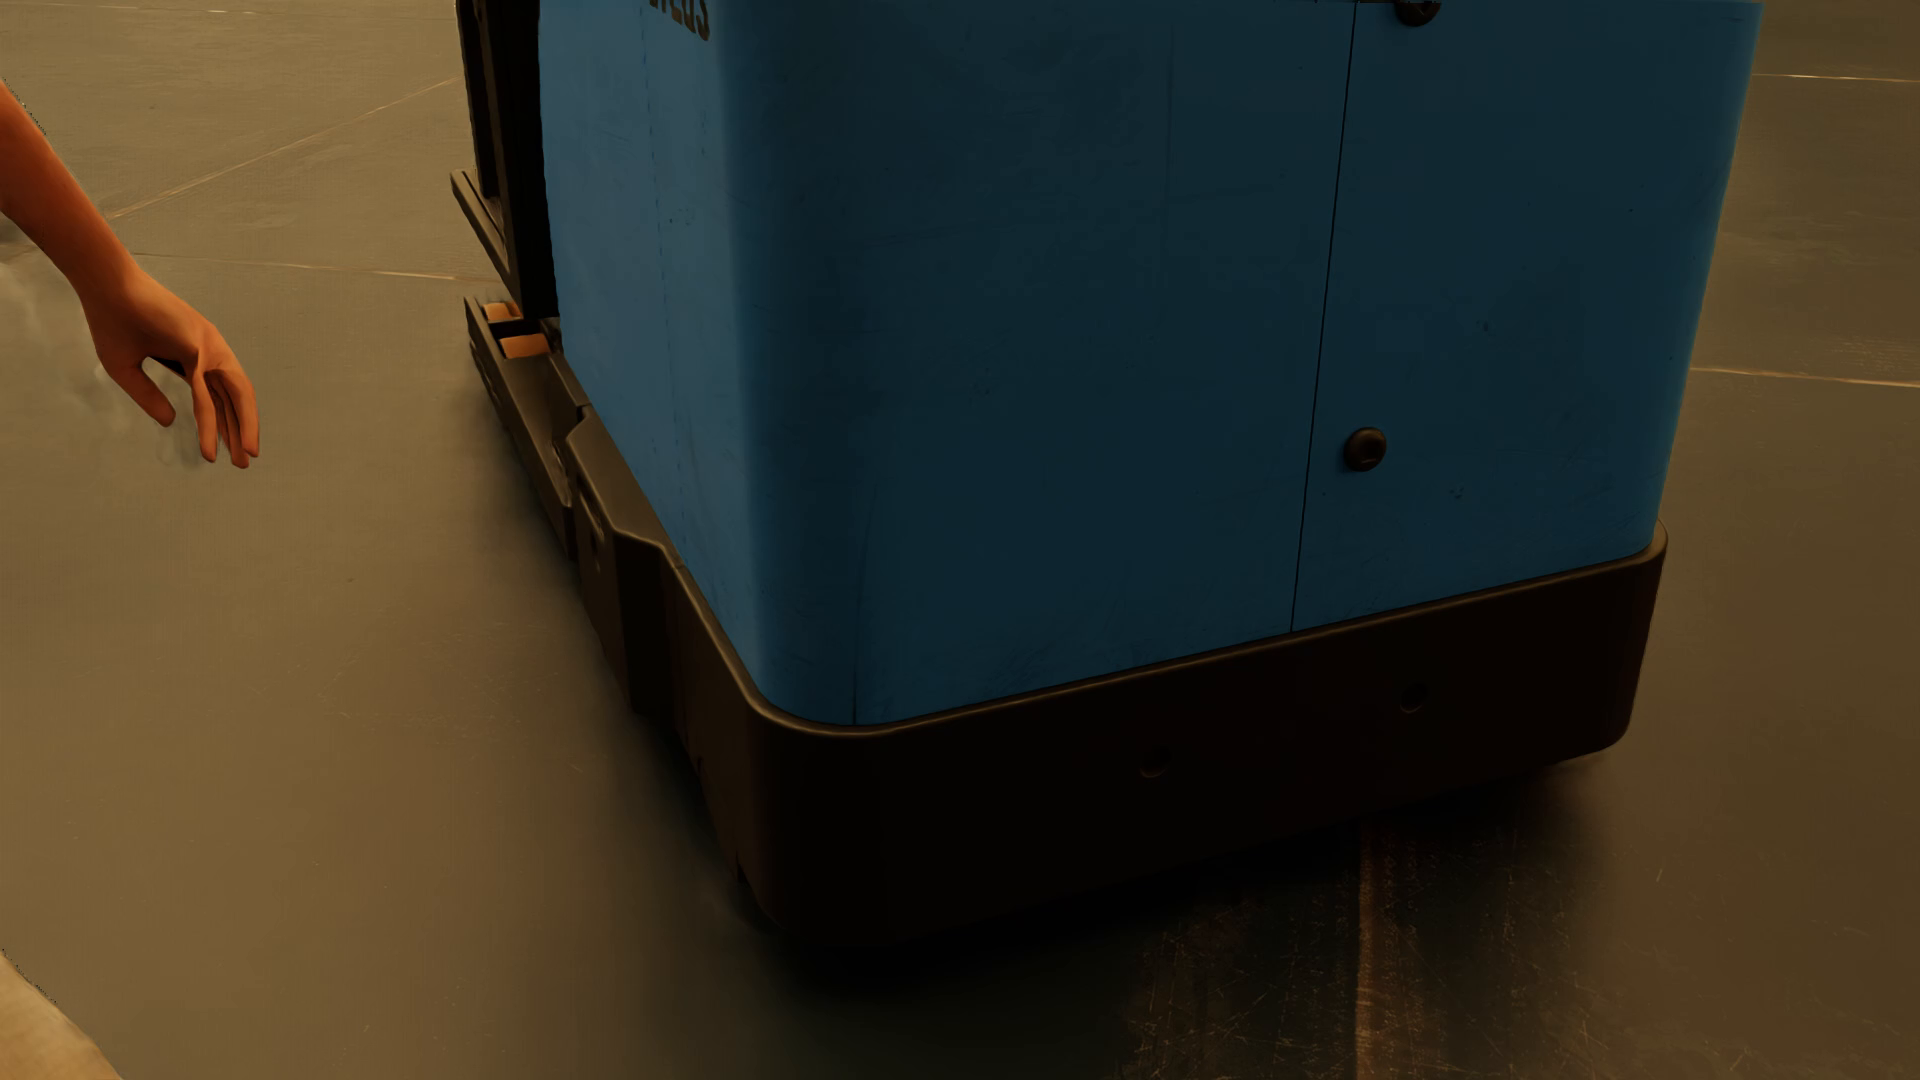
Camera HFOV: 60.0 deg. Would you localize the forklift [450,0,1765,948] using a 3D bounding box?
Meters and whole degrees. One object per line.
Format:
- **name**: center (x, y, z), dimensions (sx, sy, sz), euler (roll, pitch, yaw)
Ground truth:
- **forklift**: center (-0.254, -1.563, 2.345), dimensions (1.130, 2.935, 3.031), euler (-11, 29, -20)
